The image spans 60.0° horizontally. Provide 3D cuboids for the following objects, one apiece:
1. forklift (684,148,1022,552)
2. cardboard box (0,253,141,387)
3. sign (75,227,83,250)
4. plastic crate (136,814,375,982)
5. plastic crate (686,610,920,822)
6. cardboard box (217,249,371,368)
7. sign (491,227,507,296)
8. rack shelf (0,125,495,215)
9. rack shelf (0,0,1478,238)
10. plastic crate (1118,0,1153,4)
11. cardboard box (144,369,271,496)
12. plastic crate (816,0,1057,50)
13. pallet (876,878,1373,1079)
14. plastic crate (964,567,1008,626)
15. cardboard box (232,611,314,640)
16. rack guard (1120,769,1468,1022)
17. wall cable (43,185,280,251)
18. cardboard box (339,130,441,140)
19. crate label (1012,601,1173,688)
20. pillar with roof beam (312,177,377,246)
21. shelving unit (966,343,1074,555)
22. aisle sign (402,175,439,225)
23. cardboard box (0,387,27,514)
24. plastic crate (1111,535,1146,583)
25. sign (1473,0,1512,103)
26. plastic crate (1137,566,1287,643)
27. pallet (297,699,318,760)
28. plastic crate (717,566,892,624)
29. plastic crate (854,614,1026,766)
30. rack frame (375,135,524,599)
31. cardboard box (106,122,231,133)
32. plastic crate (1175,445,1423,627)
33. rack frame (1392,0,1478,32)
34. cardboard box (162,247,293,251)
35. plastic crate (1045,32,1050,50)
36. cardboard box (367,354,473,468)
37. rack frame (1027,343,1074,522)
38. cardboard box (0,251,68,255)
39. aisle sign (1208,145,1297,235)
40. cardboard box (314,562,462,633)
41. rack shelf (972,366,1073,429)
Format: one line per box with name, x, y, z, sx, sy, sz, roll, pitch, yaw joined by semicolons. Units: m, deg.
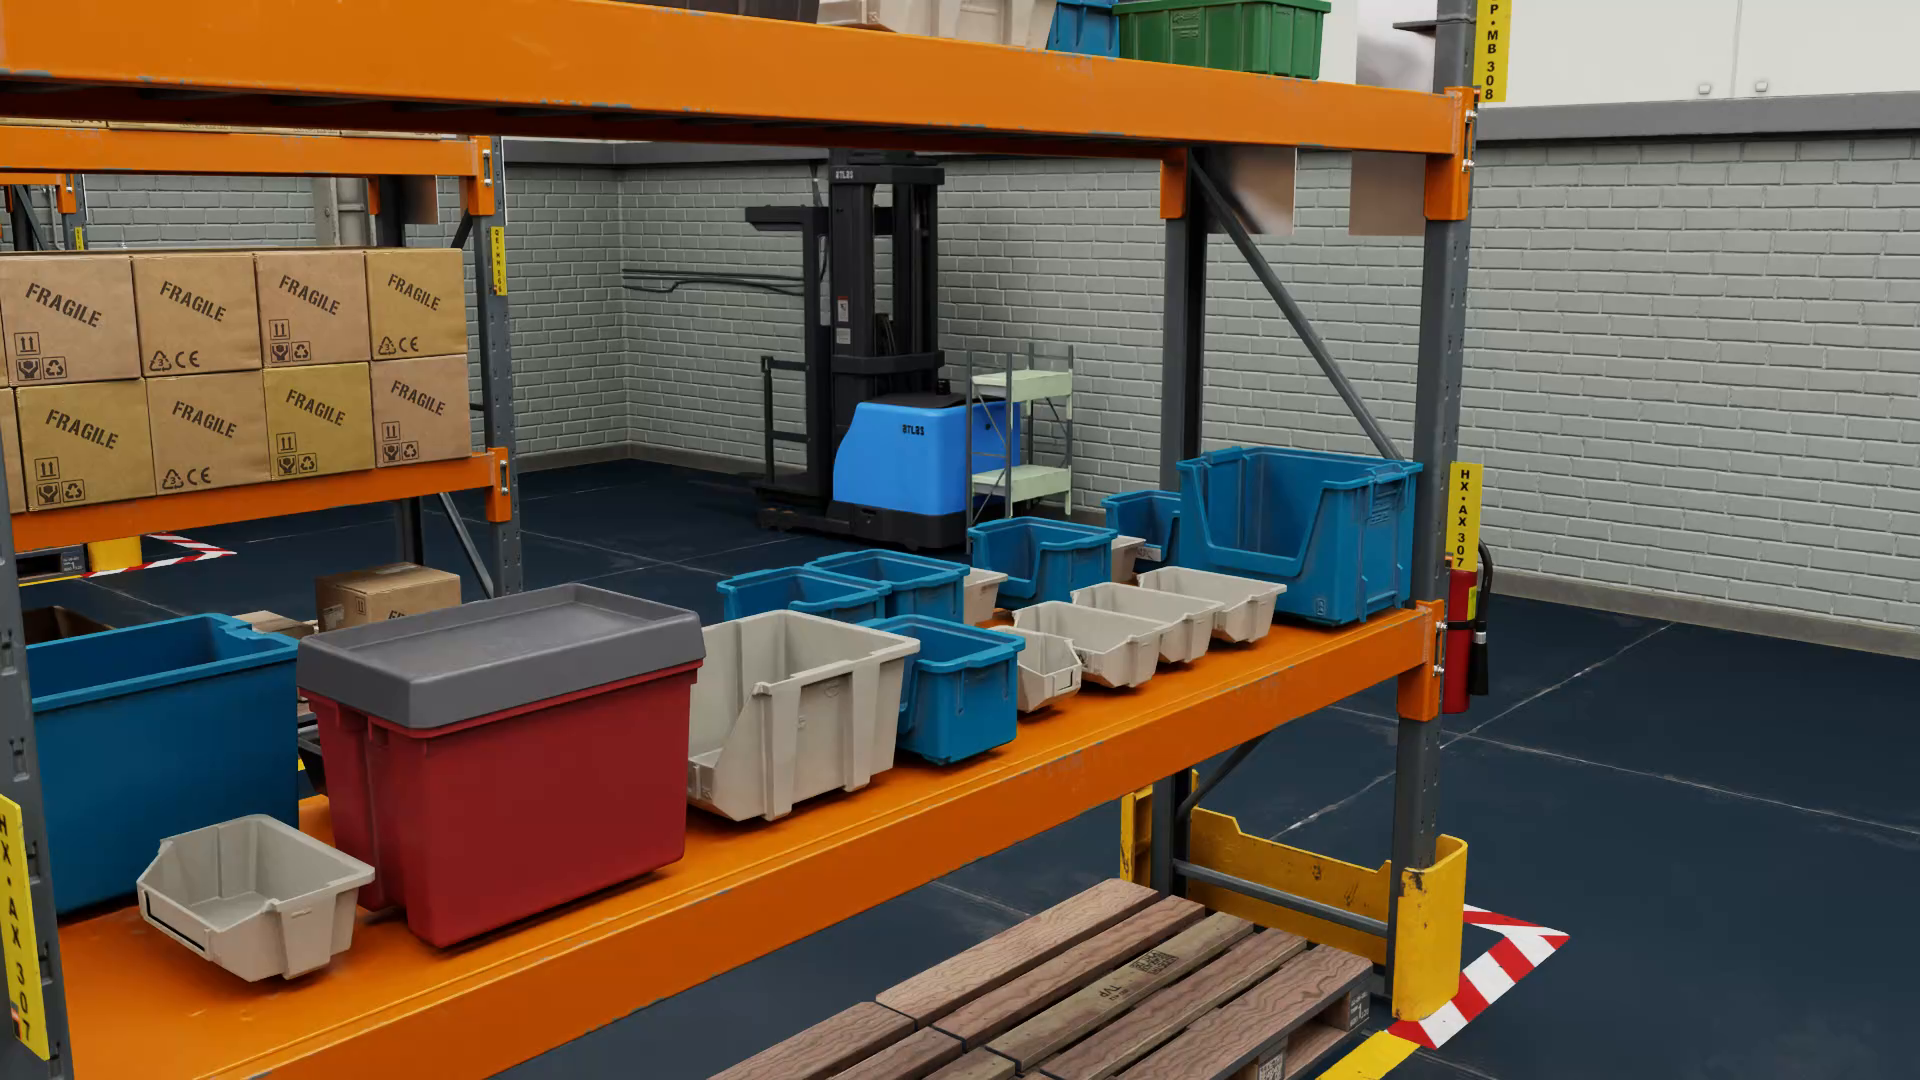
forklift;-0.971;-1.569;13.083;3.031;2.935;1.130;10;15;40
cardboard box;-3.730;-0.911;6.805;0.500;0.500;0.500;10;15;42
sign;-5.957;-1.951;11.261;0.100;0.325;0.005;10;15;40
plastic crate;-1.140;0.580;2.669;0.396;0.136;0.243;10;15;40
plastic crate;-0.408;0.358;3.410;0.437;0.282;0.530;10;15;40
cardboard box;-3.052;-1.063;7.569;0.500;0.500;0.500;10;15;42
sign;-2.228;-1.348;8.036;0.100;0.325;0.005;10;15;40
rack shelf;-3.952;-1.523;6.858;1.077;0.370;4.000;10;15;40
rack shelf;-0.234;-0.882;3.649;1.077;0.370;4.000;10;15;40
plastic crate;0.623;-1.445;4.961;0.497;0.269;0.590;10;15;40
cardboard box;-3.397;-0.498;7.290;0.500;0.500;0.500;10;15;41
plastic crate;-0.091;-1.064;3.395;0.437;0.136;0.530;10;15;40
pallet;0.513;1.425;5.036;1.003;0.211;1.213;10;15;40
plastic crate;-0.046;0.171;4.714;0.250;0.136;0.298;10;15;40
cardboard box;-3.534;0.550;8.196;0.500;0.250;0.500;10;15;40
rack guard;1.092;1.162;5.617;1.175;0.500;0.348;10;15;40
wall cable;-6.221;-2.148;13.215;0.084;1.984;1.851;10;15;40
cardboard box;-2.773;-1.987;7.727;0.500;0.250;0.500;10;15;40
crate label;0.316;0.270;4.223;0.396;0.136;0.243;10;15;40
pillar with roof beam;-1.989;-4.234;10.933;9.100;9.000;0.400;10;15;40
shelving unit;0.439;-0.662;12.196;0.431;1.500;0.755;9;15;39
aisle sign;-2.808;-2.022;8.541;0.394;0.787;0.004;10;15;40
cardboard box;-4.064;-0.349;6.544;0.500;0.500;0.500;10;15;40
plastic crate;0.402;0.072;5.214;0.250;0.136;0.298;10;15;40
sign;1.510;-1.409;4.718;0.100;0.325;0.005;10;15;40
plastic crate;0.684;0.185;4.648;0.396;0.136;0.243;10;15;40
pallet;-3.208;0.797;8.184;1.003;0.211;1.213;10;15;40
plastic crate;-0.391;0.226;4.196;0.416;0.233;0.300;10;15;40
plastic crate;-0.077;0.329;3.677;0.416;0.233;0.300;10;15;40
rack frame;-2.632;-0.699;8.555;1.000;3.000;0.127;10;15;40
cardboard box;-3.432;-1.840;6.989;0.500;0.250;0.500;10;15;40
plastic crate;1.006;-0.032;4.969;0.616;0.435;0.499;10;15;40
rack frame;1.086;-3.000;4.758;1.000;3.000;0.127;10;15;40
cardboard box;-3.462;-1.130;7.901;0.500;0.500;0.500;10;15;41
plastic crate;-0.129;-1.310;4.110;0.504;0.338;0.767;10;15;40
cardboard box;-2.723;-0.647;8.039;0.500;0.500;0.500;10;15;42
rack frame;0.673;-0.717;12.471;0.400;1.500;0.023;9;15;39
cardboard box;-4.131;-0.982;7.161;0.500;0.500;0.500;10;15;40
aisle sign;0.911;-1.382;5.336;0.394;0.787;0.004;10;15;40
cardboard box;-2.806;0.422;8.197;0.500;0.500;0.500;10;15;40
rack shelf;0.439;-1.045;12.119;0.431;0.370;0.720;9;15;39
